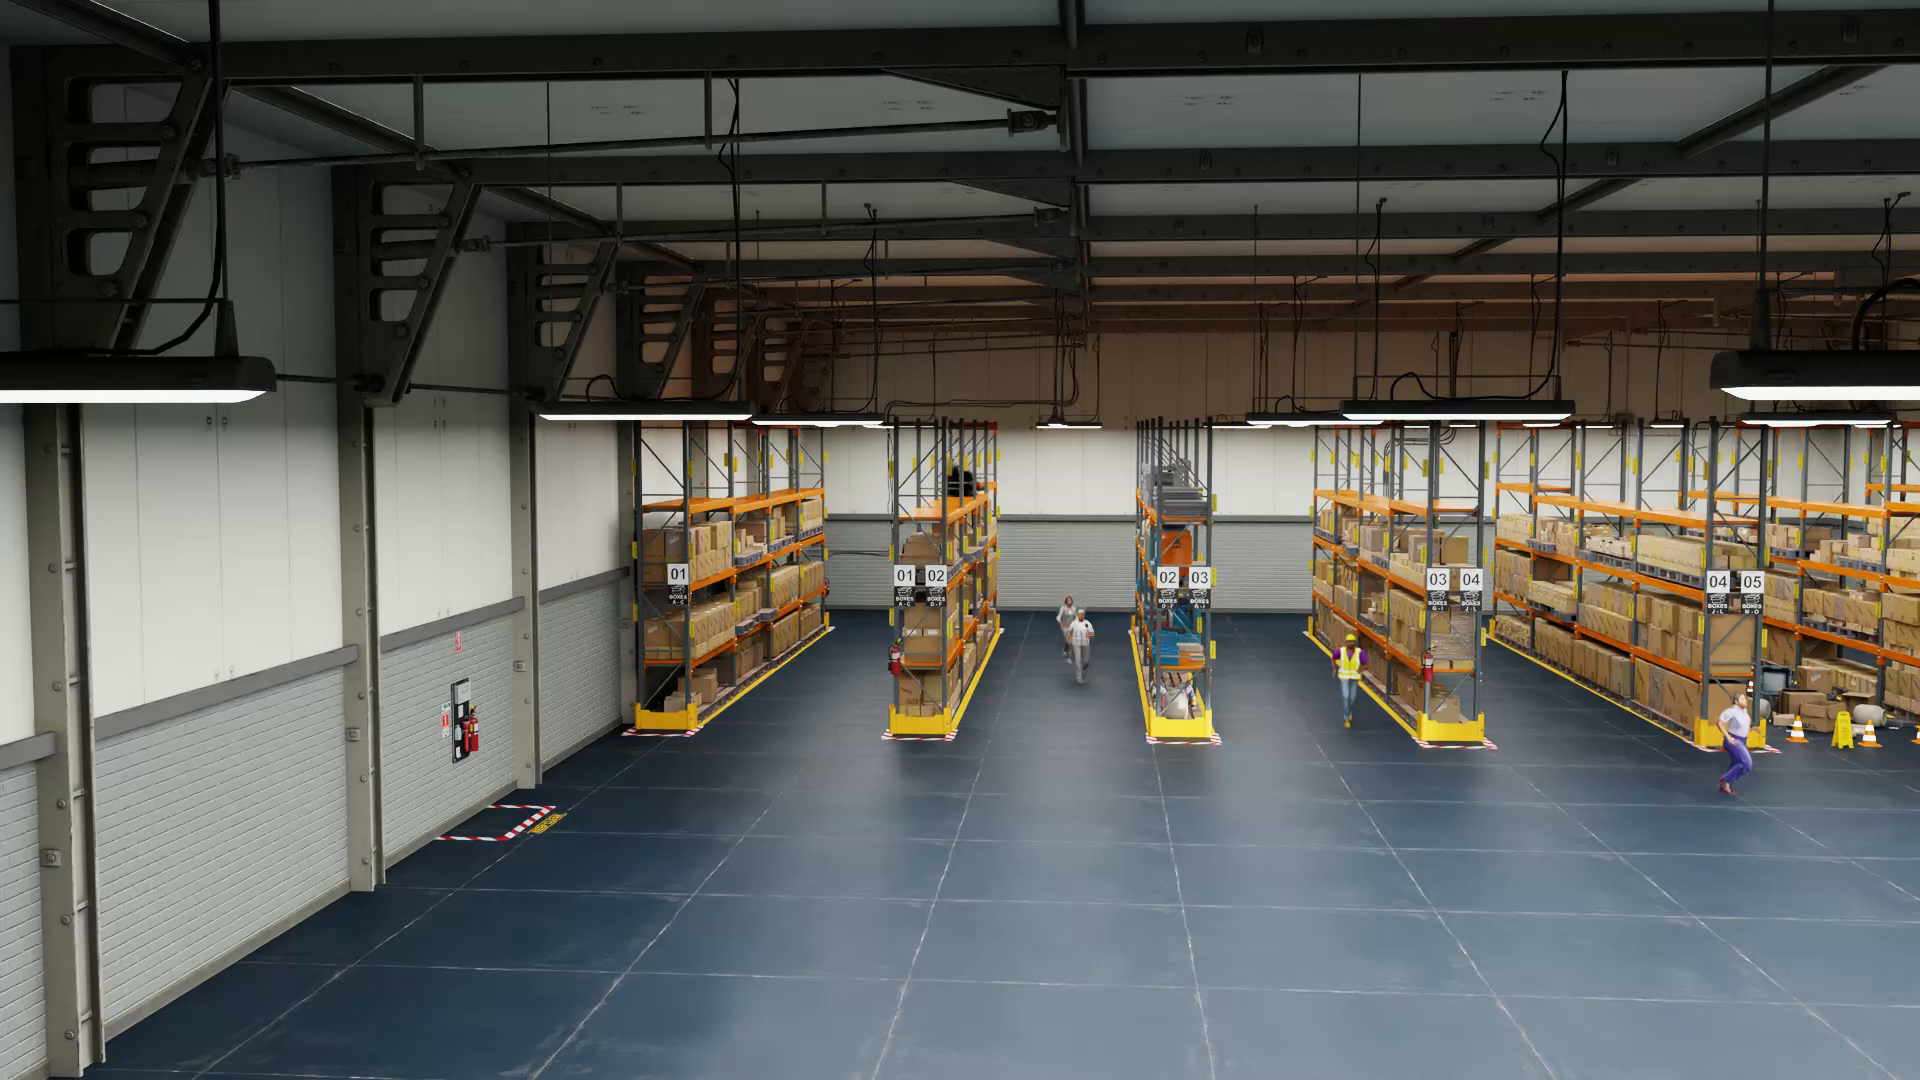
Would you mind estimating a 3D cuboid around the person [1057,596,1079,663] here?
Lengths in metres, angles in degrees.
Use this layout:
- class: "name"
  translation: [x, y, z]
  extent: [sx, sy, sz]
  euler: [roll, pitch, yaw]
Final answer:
- class: "person"
  translation: [2.562, 2.104, 39.112]
  extent: [0.538, 1.566, 0.487]
  euler: [-1, 4, -11]

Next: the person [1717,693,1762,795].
- class: "person"
  translation: [12.264, 3.203, 26.144]
  extent: [0.585, 1.612, 0.586]
  euler: [4, 5, 44]

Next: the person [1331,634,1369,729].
- class: "person"
  translation: [7.580, 2.709, 32.297]
  extent: [0.699, 1.784, 0.916]
  euler: [0, 4, 7]

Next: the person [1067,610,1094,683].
- class: "person"
  translation: [2.748, 2.399, 37.807]
  extent: [0.620, 1.632, 0.782]
  euler: [0, 4, -3]
